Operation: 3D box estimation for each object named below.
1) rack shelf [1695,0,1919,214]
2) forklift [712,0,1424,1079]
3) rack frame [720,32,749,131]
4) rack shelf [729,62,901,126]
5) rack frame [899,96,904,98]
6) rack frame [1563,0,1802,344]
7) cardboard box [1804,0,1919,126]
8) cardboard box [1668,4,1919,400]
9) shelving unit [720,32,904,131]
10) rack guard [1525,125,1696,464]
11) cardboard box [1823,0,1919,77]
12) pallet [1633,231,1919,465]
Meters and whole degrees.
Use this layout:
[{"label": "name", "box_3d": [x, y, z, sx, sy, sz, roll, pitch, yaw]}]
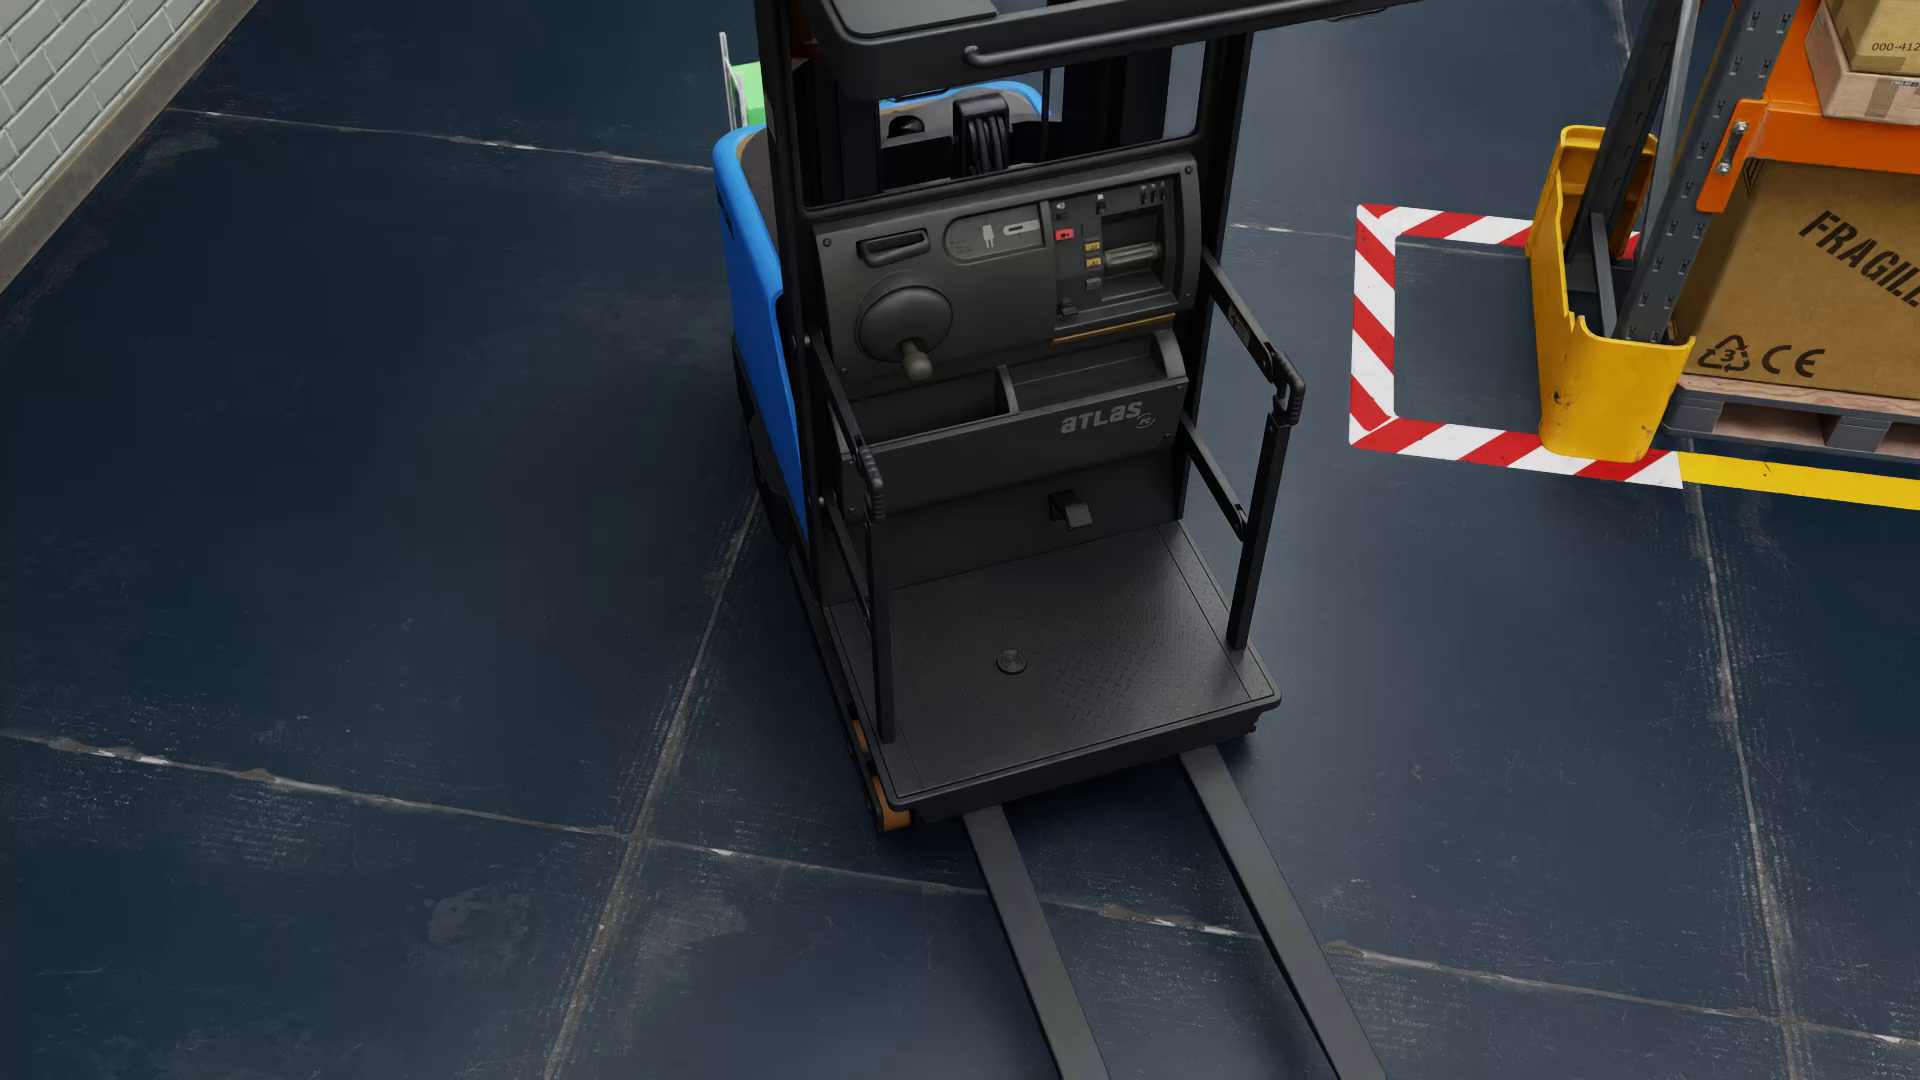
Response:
[{"label": "rack shelf", "box_3d": [4.189, -1.189, 4.786, 4.000, 0.370, 1.077, 8, 49, 7]}, {"label": "forklift", "box_3d": [0.196, -0.534, 3.759, 1.130, 2.935, 3.031, -14, 49, -12]}, {"label": "rack frame", "box_3d": [-0.680, -1.043, 5.380, 0.015, 1.200, 0.240, -14, 50, -12]}, {"label": "rack shelf", "box_3d": [-0.448, -1.379, 5.122, 0.480, 0.148, 0.258, -14, 50, -12]}, {"label": "rack frame", "box_3d": [-0.217, -1.159, 5.484, 0.015, 1.200, 0.240, -14, 50, -12]}, {"label": "rack frame", "box_3d": [2.221, -1.694, 4.756, 0.127, 3.000, 1.000, 8, 49, 7]}, {"label": "cardboard box", "box_3d": [2.511, -1.322, 4.590, 0.250, 0.149, 0.380, 8, 49, 7]}, {"label": "cardboard box", "box_3d": [2.865, -1.098, 5.366, 0.875, 0.875, 0.875, 8, 49, 7]}, {"label": "shelving unit", "box_3d": [-0.448, -1.101, 5.432, 0.503, 1.200, 0.258, -14, 50, -12]}, {"label": "rack guard", "box_3d": [2.197, -0.862, 5.688, 0.348, 0.500, 1.175, 8, 49, 7]}, {"label": "cardboard box", "box_3d": [2.645, -1.482, 4.466, 0.500, 0.250, 0.500, 7, 48, 6]}, {"label": "pallet", "box_3d": [3.021, -0.714, 5.749, 1.213, 0.211, 1.003, 8, 49, 7]}]
